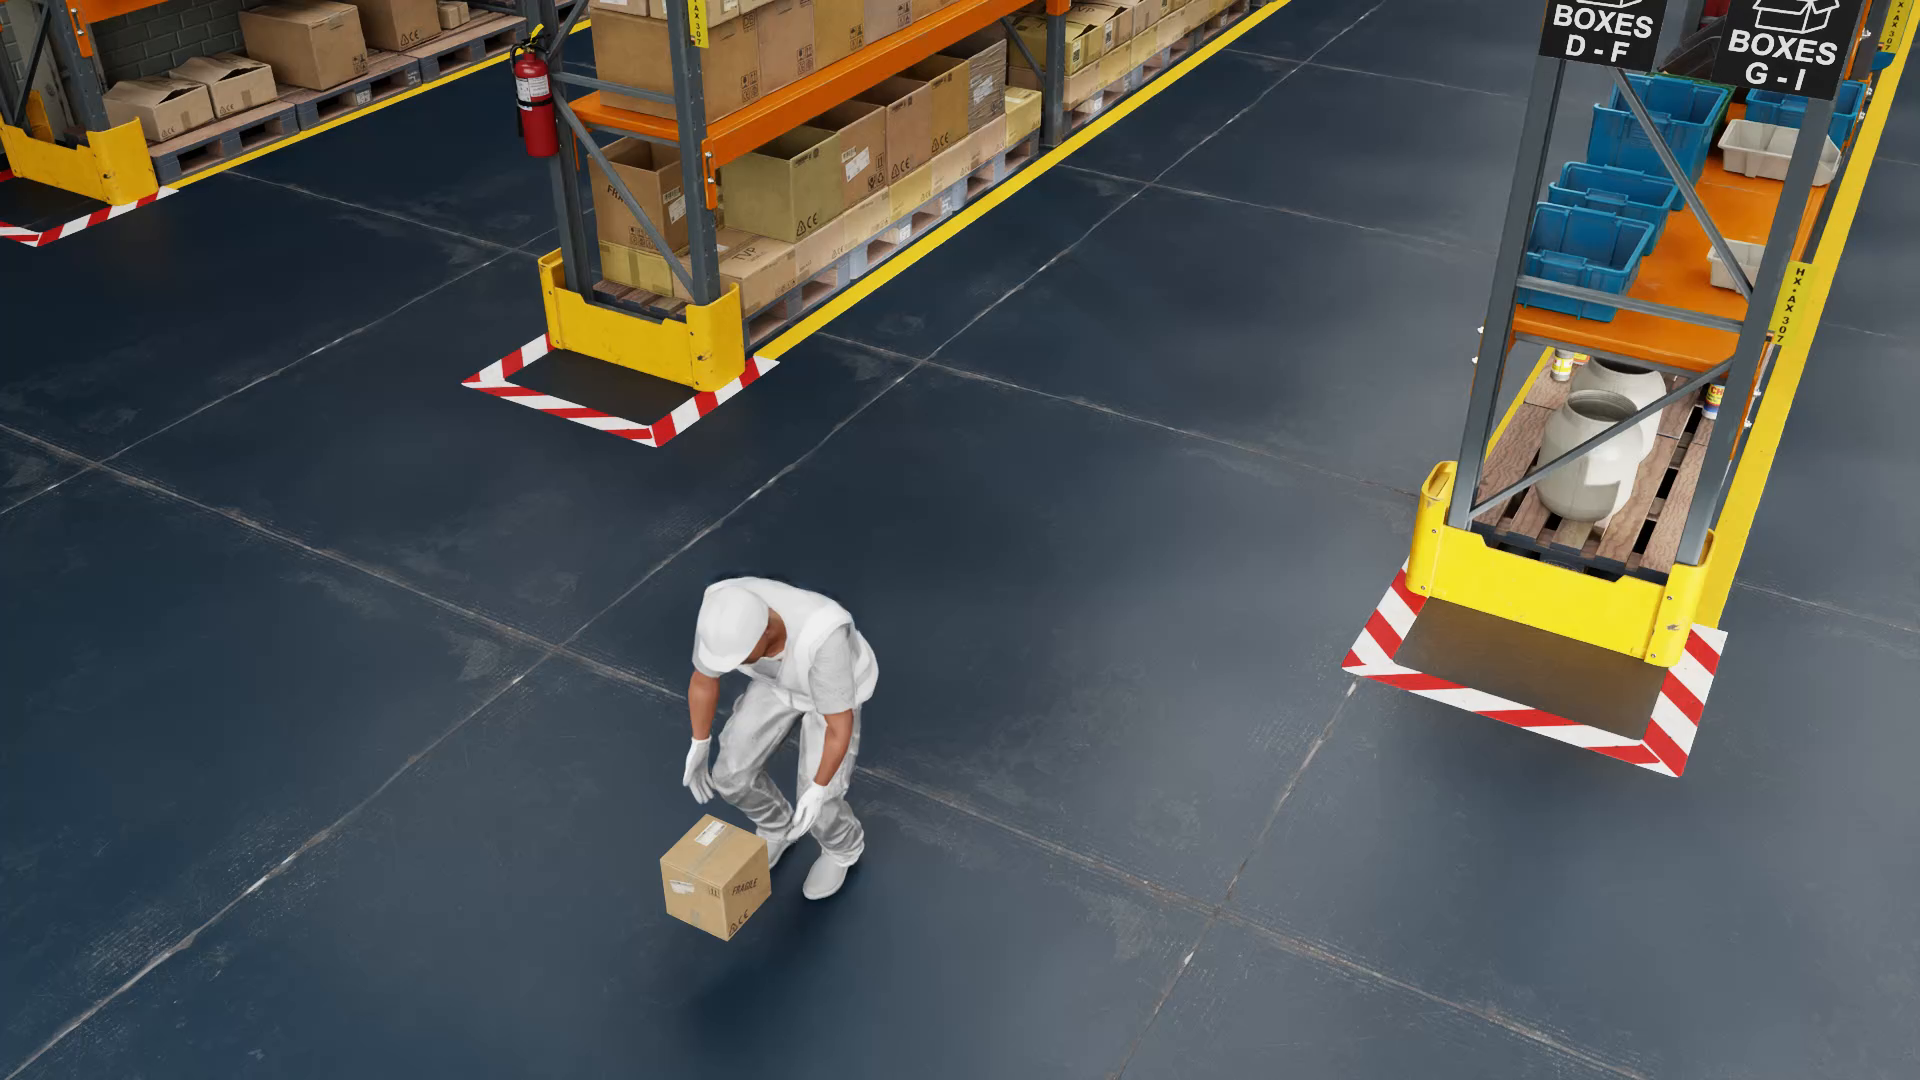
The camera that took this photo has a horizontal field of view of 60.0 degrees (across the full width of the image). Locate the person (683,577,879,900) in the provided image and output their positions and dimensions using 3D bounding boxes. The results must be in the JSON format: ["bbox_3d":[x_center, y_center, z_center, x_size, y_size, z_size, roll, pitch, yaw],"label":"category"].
[{"bbox_3d":[-0.561,0.610,5.549,0.613,1.412,0.763,18,38,25],"label":"person"}]
